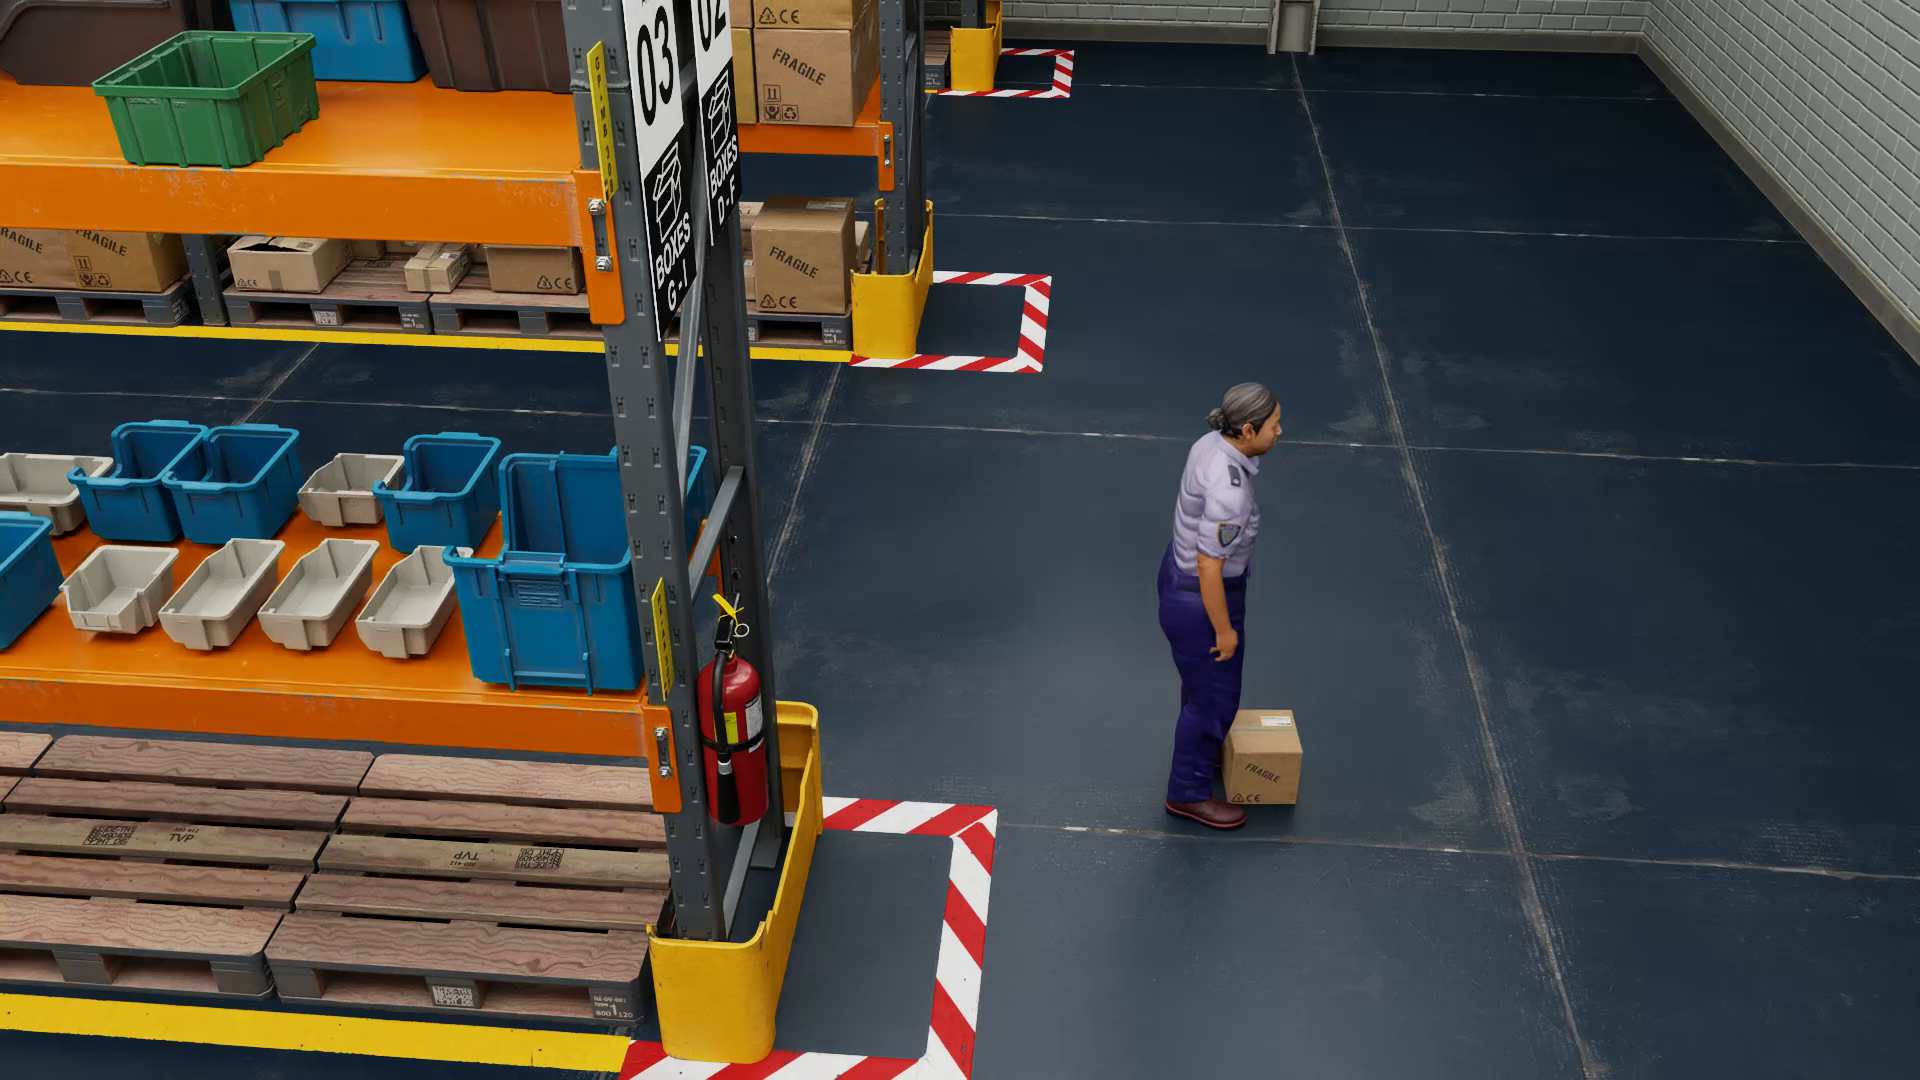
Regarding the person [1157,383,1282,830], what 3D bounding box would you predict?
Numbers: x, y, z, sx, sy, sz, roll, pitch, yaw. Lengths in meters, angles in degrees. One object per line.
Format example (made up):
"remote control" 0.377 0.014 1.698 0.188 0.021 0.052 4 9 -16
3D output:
"person" 0.902 0.206 5.816 0.415 1.651 0.546 2 32 3
